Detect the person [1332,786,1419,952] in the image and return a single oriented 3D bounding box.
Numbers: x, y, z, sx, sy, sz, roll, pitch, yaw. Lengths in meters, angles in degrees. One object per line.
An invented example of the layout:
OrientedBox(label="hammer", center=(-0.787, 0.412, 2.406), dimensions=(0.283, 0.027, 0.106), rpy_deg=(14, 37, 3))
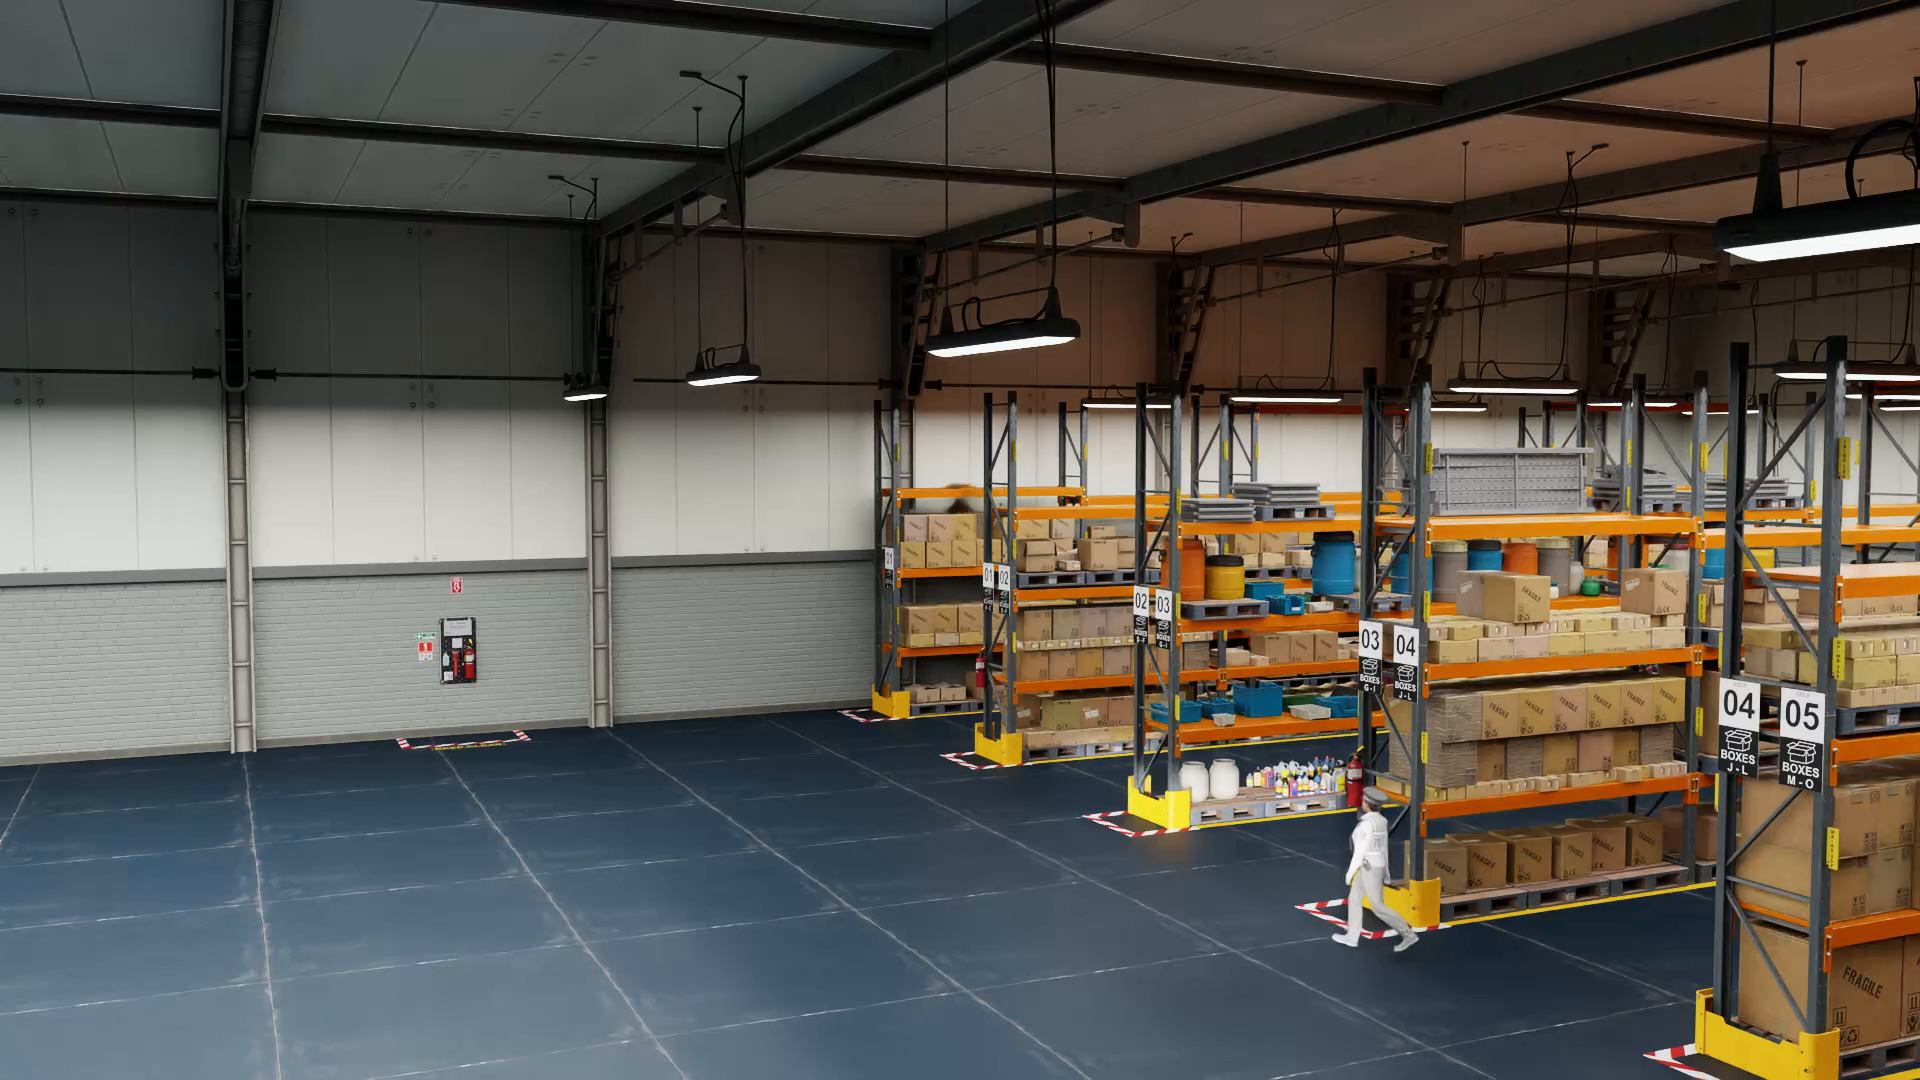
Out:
OrientedBox(label="person", center=(4.222, 3.351, 16.912), dimensions=(0.888, 1.658, 0.477), rpy_deg=(1, 4, 22))
